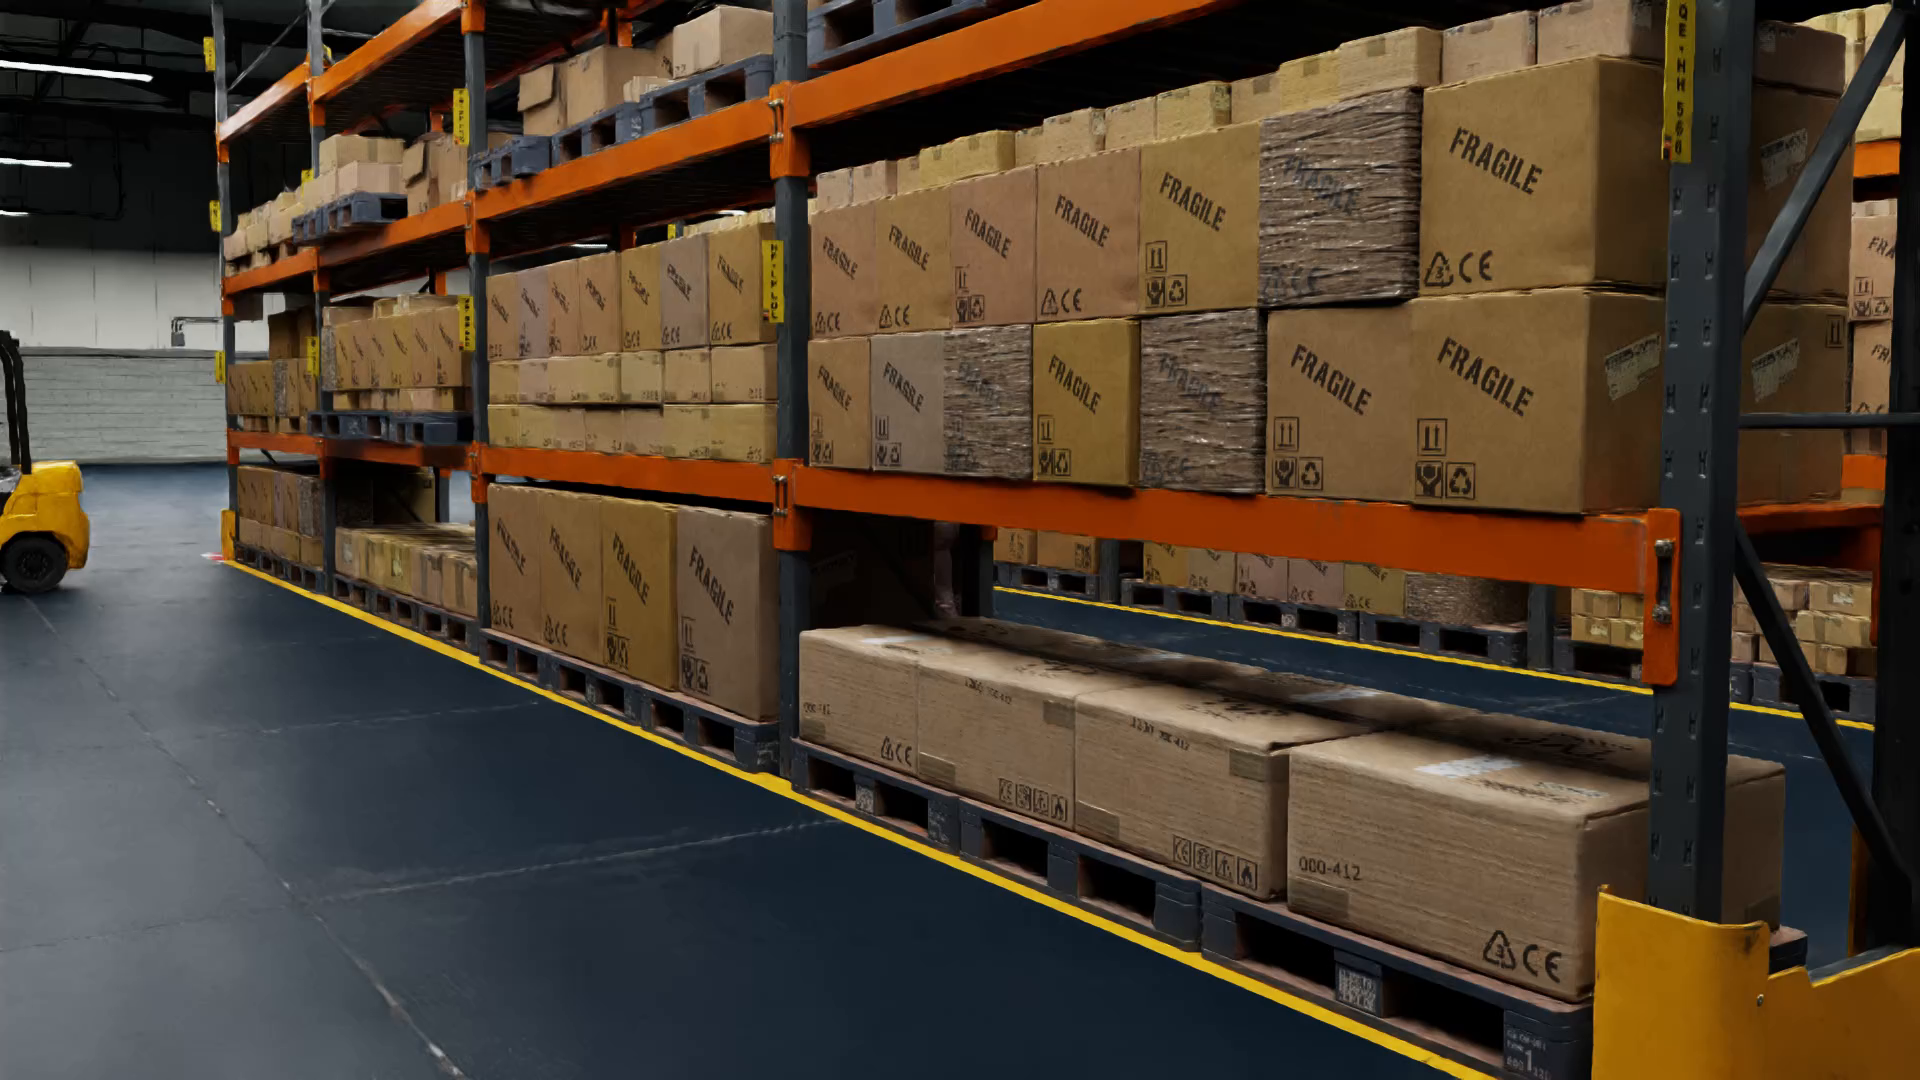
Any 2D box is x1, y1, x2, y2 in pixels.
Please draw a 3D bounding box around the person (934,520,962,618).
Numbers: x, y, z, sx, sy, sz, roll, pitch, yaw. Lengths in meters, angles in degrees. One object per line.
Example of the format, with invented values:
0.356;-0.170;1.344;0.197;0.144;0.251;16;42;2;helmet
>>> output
-0.149;-0.035;9.354;0.536;1.623;0.777;-3;5;-32;person
